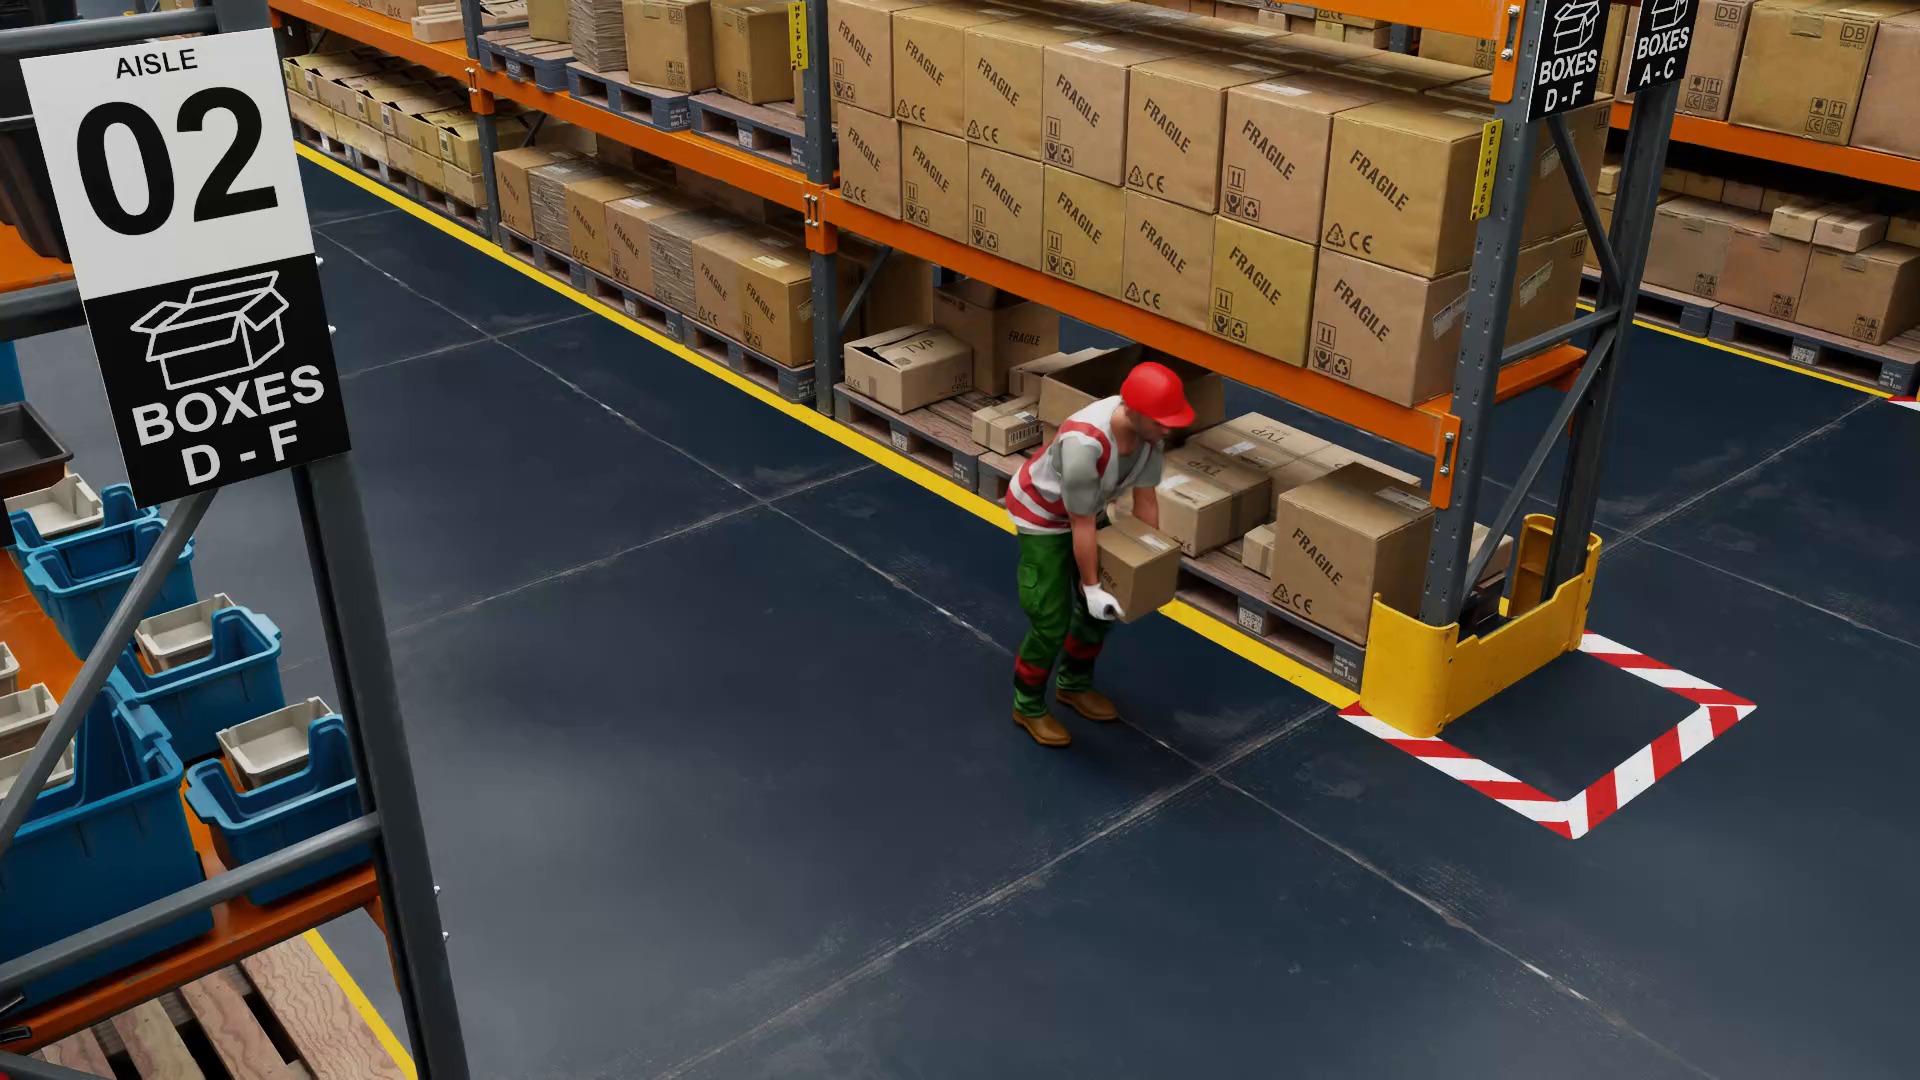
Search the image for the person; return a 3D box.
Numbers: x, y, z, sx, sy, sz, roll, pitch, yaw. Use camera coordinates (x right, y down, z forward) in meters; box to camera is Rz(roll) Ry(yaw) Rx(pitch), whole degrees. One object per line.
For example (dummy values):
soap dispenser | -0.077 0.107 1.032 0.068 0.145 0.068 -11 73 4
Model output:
person | 0.513 0.045 6.181 0.490 1.627 0.741 -23 35 -36
